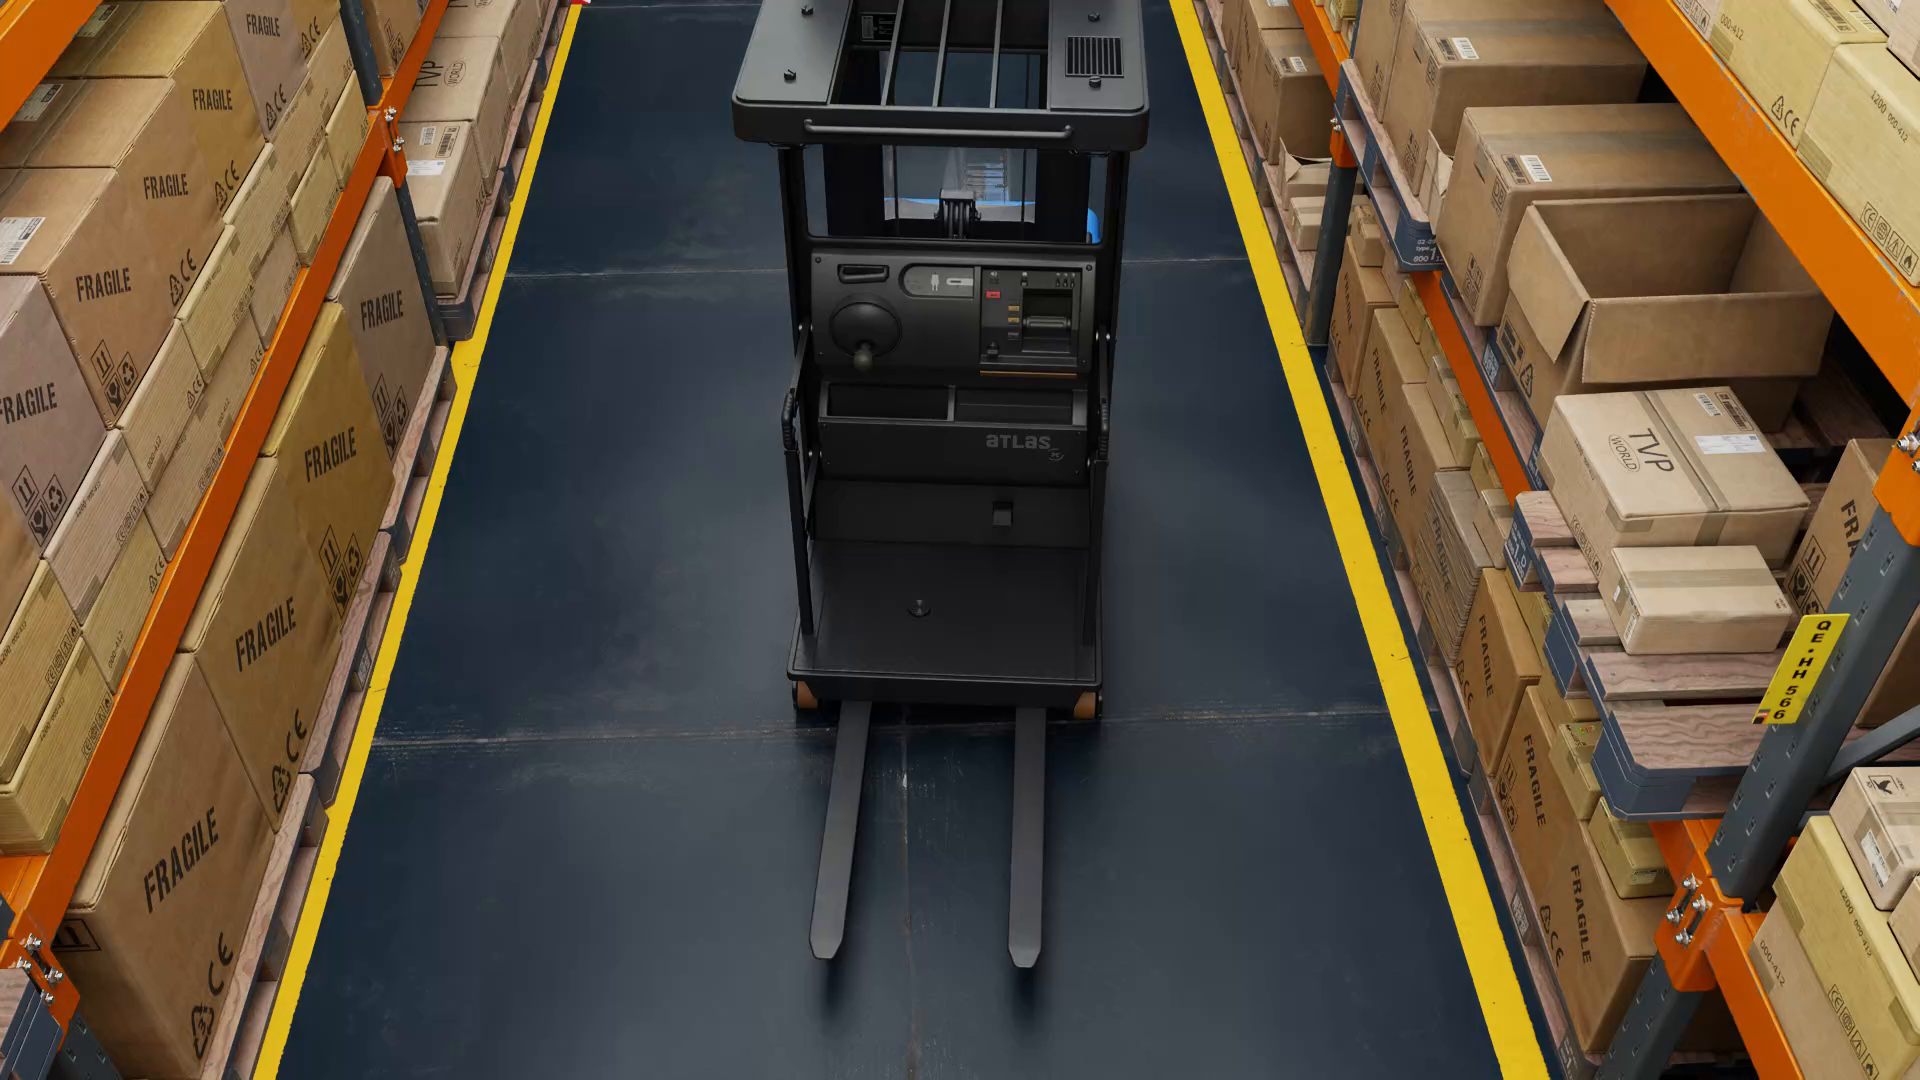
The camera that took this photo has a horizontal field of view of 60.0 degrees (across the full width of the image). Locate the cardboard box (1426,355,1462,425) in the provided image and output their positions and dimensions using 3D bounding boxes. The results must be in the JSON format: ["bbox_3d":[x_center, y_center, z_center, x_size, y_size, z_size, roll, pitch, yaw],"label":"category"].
[{"bbox_3d":[1.969,-0.565,6.205,0.380,0.149,0.250,-2,43,-2],"label":"cardboard box"}]

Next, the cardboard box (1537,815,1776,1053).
[{"bbox_3d":[2.047,1.133,4.833,0.500,0.500,0.500,-1,43,-1],"label":"cardboard box"}]

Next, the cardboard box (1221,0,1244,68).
[{"bbox_3d":[1.868,-2.994,9.336,0.700,0.500,0.500,0,43,0],"label":"cardboard box"}]

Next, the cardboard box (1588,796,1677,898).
[{"bbox_3d":[2.005,0.847,4.665,0.380,0.149,0.250,-4,43,-4],"label":"cardboard box"}]

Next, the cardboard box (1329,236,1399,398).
[{"bbox_3d":[1.905,-0.955,7.111,0.500,0.500,0.500,0,43,0],"label":"cardboard box"}]

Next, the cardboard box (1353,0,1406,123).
[{"bbox_3d":[1.907,-1.913,6.232,0.700,0.500,0.500,-1,43,-1],"label":"cardboard box"}]

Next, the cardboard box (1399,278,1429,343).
[{"bbox_3d":[1.970,-0.919,6.592,0.380,0.149,0.250,-4,43,-4],"label":"cardboard box"}]

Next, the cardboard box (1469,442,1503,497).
[{"bbox_3d":[2.018,-0.216,5.825,0.380,0.149,0.250,-1,43,-2],"label":"cardboard box"}]

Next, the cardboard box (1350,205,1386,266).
[{"bbox_3d":[1.859,-1.277,6.982,0.380,0.149,0.250,0,43,0],"label":"cardboard box"}]

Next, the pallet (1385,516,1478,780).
[{"bbox_3d":[2.237,0.347,6.215,1.003,0.211,1.213,-2,43,-2],"label":"pallet"}]

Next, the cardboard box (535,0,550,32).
[{"bbox_3d":[-2.891,-3.377,9.800,0.875,0.438,0.875,-3,43,-3],"label":"cardboard box"}]

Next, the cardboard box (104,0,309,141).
[{"bbox_3d":[-2.550,-1.671,5.539,0.500,0.500,0.500,-1,43,-1],"label":"cardboard box"}]

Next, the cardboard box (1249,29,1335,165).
[{"bbox_3d":[1.913,-2.293,8.571,0.700,0.500,0.500,-3,43,-3],"label":"cardboard box"}]

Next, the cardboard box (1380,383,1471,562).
[{"bbox_3d":[1.955,-0.258,6.351,0.500,0.500,0.500,-3,43,-3],"label":"cardboard box"}]

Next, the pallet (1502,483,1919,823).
[{"bbox_3d":[2.181,0.261,4.387,1.213,0.211,1.003,-2,43,-2],"label":"pallet"}]

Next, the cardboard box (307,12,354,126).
[{"bbox_3d":[-2.588,-1.748,6.178,0.500,0.250,0.500,-2,43,-2],"label":"cardboard box"}]

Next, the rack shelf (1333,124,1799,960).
[{"bbox_3d":[2.195,-0.439,5.541,1.077,0.370,4.000,-2,43,-2],"label":"rack shelf"}]

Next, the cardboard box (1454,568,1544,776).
[{"bbox_3d":[2.011,0.442,5.587,0.500,0.500,0.500,0,43,0],"label":"cardboard box"}]

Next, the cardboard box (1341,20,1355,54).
[{"bbox_3d":[1.844,-2.170,7.083,0.380,0.149,0.250,-1,43,-1],"label":"cardboard box"}]

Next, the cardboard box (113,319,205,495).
[{"bbox_3d":[-2.484,-0.373,4.678,0.500,0.250,0.500,-2,43,-2],"label":"cardboard box"}]

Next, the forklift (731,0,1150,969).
[{"bbox_3d":[-0.032,-0.660,5.301,1.130,2.935,3.031,2,43,2],"label":"forklift"}]

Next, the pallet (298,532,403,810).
[{"bbox_3d":[-2.687,0.463,6.089,1.003,0.211,1.213,-2,43,-2],"label":"pallet"}]

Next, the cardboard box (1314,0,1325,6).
[{"bbox_3d":[1.776,-2.520,7.465,0.380,0.149,0.250,-1,43,-1],"label":"cardboard box"}]

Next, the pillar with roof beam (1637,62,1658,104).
[{"bbox_3d":[-1.321,-4.638,5.150,9.100,9.000,0.400,-2,43,-2],"label":"pillar with roof beam"}]

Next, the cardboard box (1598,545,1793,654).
[{"bbox_3d":[1.868,0.151,4.240,0.380,0.149,0.250,-1,43,-1],"label":"cardboard box"}]

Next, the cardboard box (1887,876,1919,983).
[{"bbox_3d":[2.011,0.774,3.132,0.380,0.149,0.250,-1,43,-1],"label":"cardboard box"}]

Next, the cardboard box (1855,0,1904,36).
[{"bbox_3d":[2.047,-1.137,3.367,0.380,0.149,0.250,-1,43,-1],"label":"cardboard box"}]

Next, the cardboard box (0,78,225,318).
[{"bbox_3d":[-2.511,-0.979,4.785,0.500,0.500,0.500,-1,43,-1],"label":"cardboard box"}]

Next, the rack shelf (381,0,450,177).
[{"bbox_3d":[-2.934,-2.994,8.329,1.077,0.370,4.000,-2,43,-2],"label":"rack shelf"}]

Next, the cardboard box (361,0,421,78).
[{"bbox_3d":[-2.608,-2.271,6.933,0.500,0.500,0.500,0,43,0],"label":"cardboard box"}]

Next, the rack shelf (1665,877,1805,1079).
[{"bbox_3d":[2.364,2.261,2.595,1.077,0.370,4.000,-2,43,-2],"label":"rack shelf"}]

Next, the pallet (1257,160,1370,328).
[{"bbox_3d":[2.081,-1.490,8.219,1.003,0.211,1.213,-2,43,-2],"label":"pallet"}]

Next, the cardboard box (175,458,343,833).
[{"bbox_3d":[-2.660,0.349,5.411,0.875,0.875,0.875,-1,43,-1],"label":"cardboard box"}]

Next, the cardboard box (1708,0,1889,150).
[{"bbox_3d":[1.993,-1.083,3.603,0.500,0.250,0.500,-2,43,-2],"label":"cardboard box"}]

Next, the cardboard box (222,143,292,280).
[{"bbox_3d":[-2.531,-1.061,5.429,0.500,0.250,0.500,-1,43,-1],"label":"cardboard box"}]

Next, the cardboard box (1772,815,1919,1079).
[{"bbox_3d":[2.029,0.824,3.372,0.500,0.250,0.500,-2,43,-2],"label":"cardboard box"}]

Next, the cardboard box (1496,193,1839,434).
[{"bbox_3d":[2.025,-0.643,4.845,0.797,0.503,0.637,-3,43,-3],"label":"cardboard box"}]

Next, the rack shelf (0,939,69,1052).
[{"bbox_3d":[-2.595,2.406,2.437,1.077,0.370,4.000,-2,43,-2],"label":"rack shelf"}]

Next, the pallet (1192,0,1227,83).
[{"bbox_3d":[1.978,-3.137,10.017,1.003,0.211,1.213,-2,43,-2],"label":"pallet"}]

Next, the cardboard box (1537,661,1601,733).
[{"bbox_3d":[1.996,0.485,5.060,0.380,0.149,0.250,-3,43,-3],"label":"cardboard box"}]

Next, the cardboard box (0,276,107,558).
[{"bbox_3d":[-2.487,-0.289,4.031,0.500,0.500,0.500,-1,43,-2],"label":"cardboard box"}]

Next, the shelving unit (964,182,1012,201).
[{"bbox_3d":[0.109,-1.345,8.072,0.258,0.189,1.200,2,42,2],"label":"shelving unit"}]

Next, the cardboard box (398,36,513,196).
[{"bbox_3d":[-2.808,-2.151,8.462,0.875,0.438,0.875,-3,43,-3],"label":"cardboard box"}]

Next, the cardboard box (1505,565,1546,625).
[{"bbox_3d":[2.019,0.137,5.440,0.380,0.149,0.250,-2,43,-2],"label":"cardboard box"}]

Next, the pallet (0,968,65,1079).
[{"bbox_3d":[-2.543,1.340,3.210,1.213,0.211,1.003,-2,43,-2],"label":"pallet"}]

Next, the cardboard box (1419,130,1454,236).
[{"bbox_3d":[1.785,-1.211,5.640,0.396,0.266,0.258,0,43,0],"label":"cardboard box"}]

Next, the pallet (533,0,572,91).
[{"bbox_3d":[-2.907,-3.044,9.915,1.003,0.211,1.213,-2,43,-2],"label":"pallet"}]

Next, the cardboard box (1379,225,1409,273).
[{"bbox_3d":[1.918,-1.213,6.692,0.380,0.149,0.250,-4,43,-4],"label":"cardboard box"}]

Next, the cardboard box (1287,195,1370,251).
[{"bbox_3d":[1.793,-1.526,7.994,0.380,0.149,0.250,-3,43,-3],"label":"cardboard box"}]

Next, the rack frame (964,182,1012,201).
[{"bbox_3d":[0.109,-1.413,8.011,0.240,0.006,1.200,2,42,2],"label":"rack frame"}]

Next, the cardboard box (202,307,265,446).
[{"bbox_3d":[-2.529,-0.525,5.214,0.500,0.250,0.500,-2,43,-2],"label":"cardboard box"}]

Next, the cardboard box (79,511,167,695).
[{"bbox_3d":[-2.488,0.163,4.464,0.500,0.250,0.500,-3,43,-3],"label":"cardboard box"}]

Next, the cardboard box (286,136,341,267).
[{"bbox_3d":[-2.558,-1.215,5.966,0.500,0.250,0.500,-2,43,-2],"label":"cardboard box"}]

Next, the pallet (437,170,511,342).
[{"bbox_3d":[-2.804,-1.397,8.118,1.003,0.211,1.213,-2,43,-2],"label":"pallet"}]

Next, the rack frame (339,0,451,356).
[{"bbox_3d":[-2.849,-1.909,6.613,1.000,3.000,0.127,-2,43,-2],"label":"rack frame"}]

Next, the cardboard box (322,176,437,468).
[{"bbox_3d":[-2.743,-0.865,6.735,0.875,0.875,0.875,0,43,0],"label":"cardboard box"}]

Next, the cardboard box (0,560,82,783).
[{"bbox_3d":[-2.454,0.313,3.930,0.500,0.250,0.500,-2,43,-2],"label":"cardboard box"}]
